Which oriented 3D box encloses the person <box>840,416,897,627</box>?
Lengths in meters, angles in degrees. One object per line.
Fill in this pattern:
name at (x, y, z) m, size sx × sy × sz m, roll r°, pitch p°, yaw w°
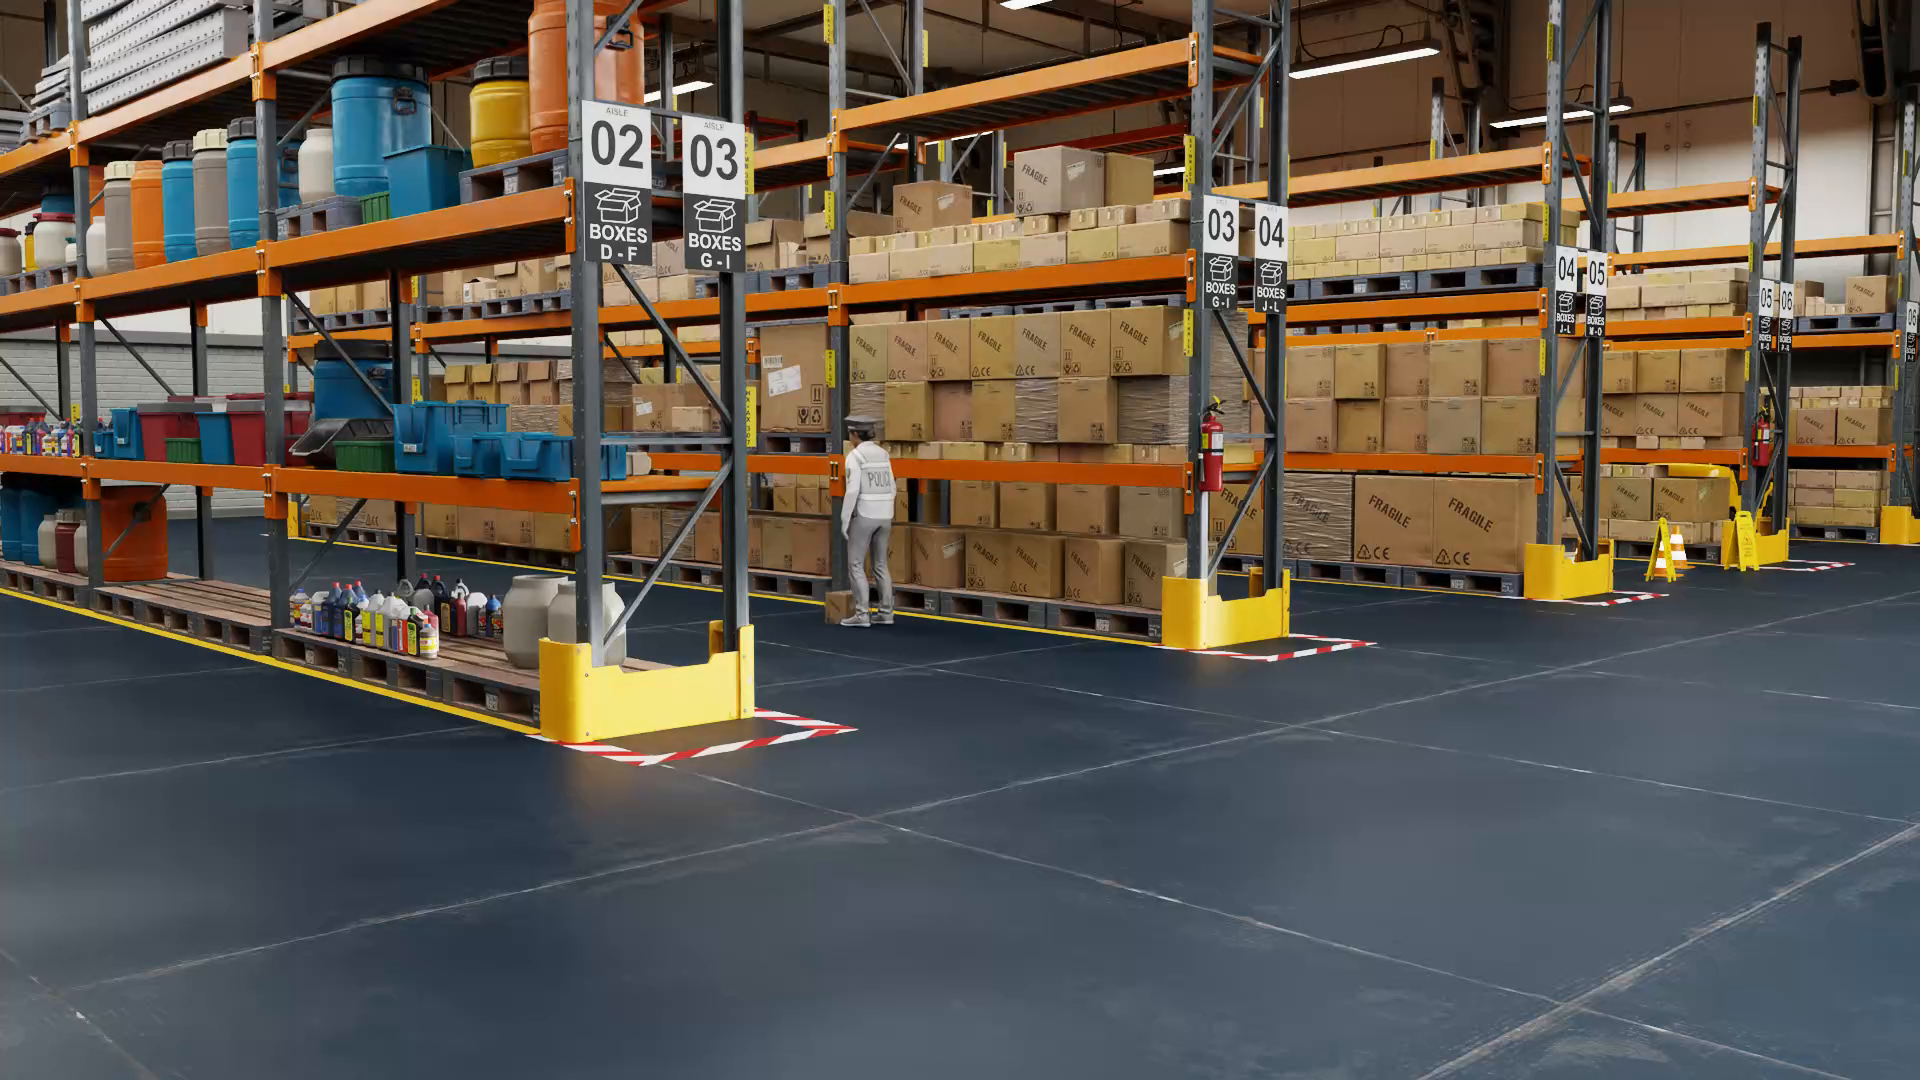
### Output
person at (-0.728, -0.147, 13.109) m, size 0.371 × 1.663 × 0.522 m, roll 4°, pitch 6°, yaw 44°
